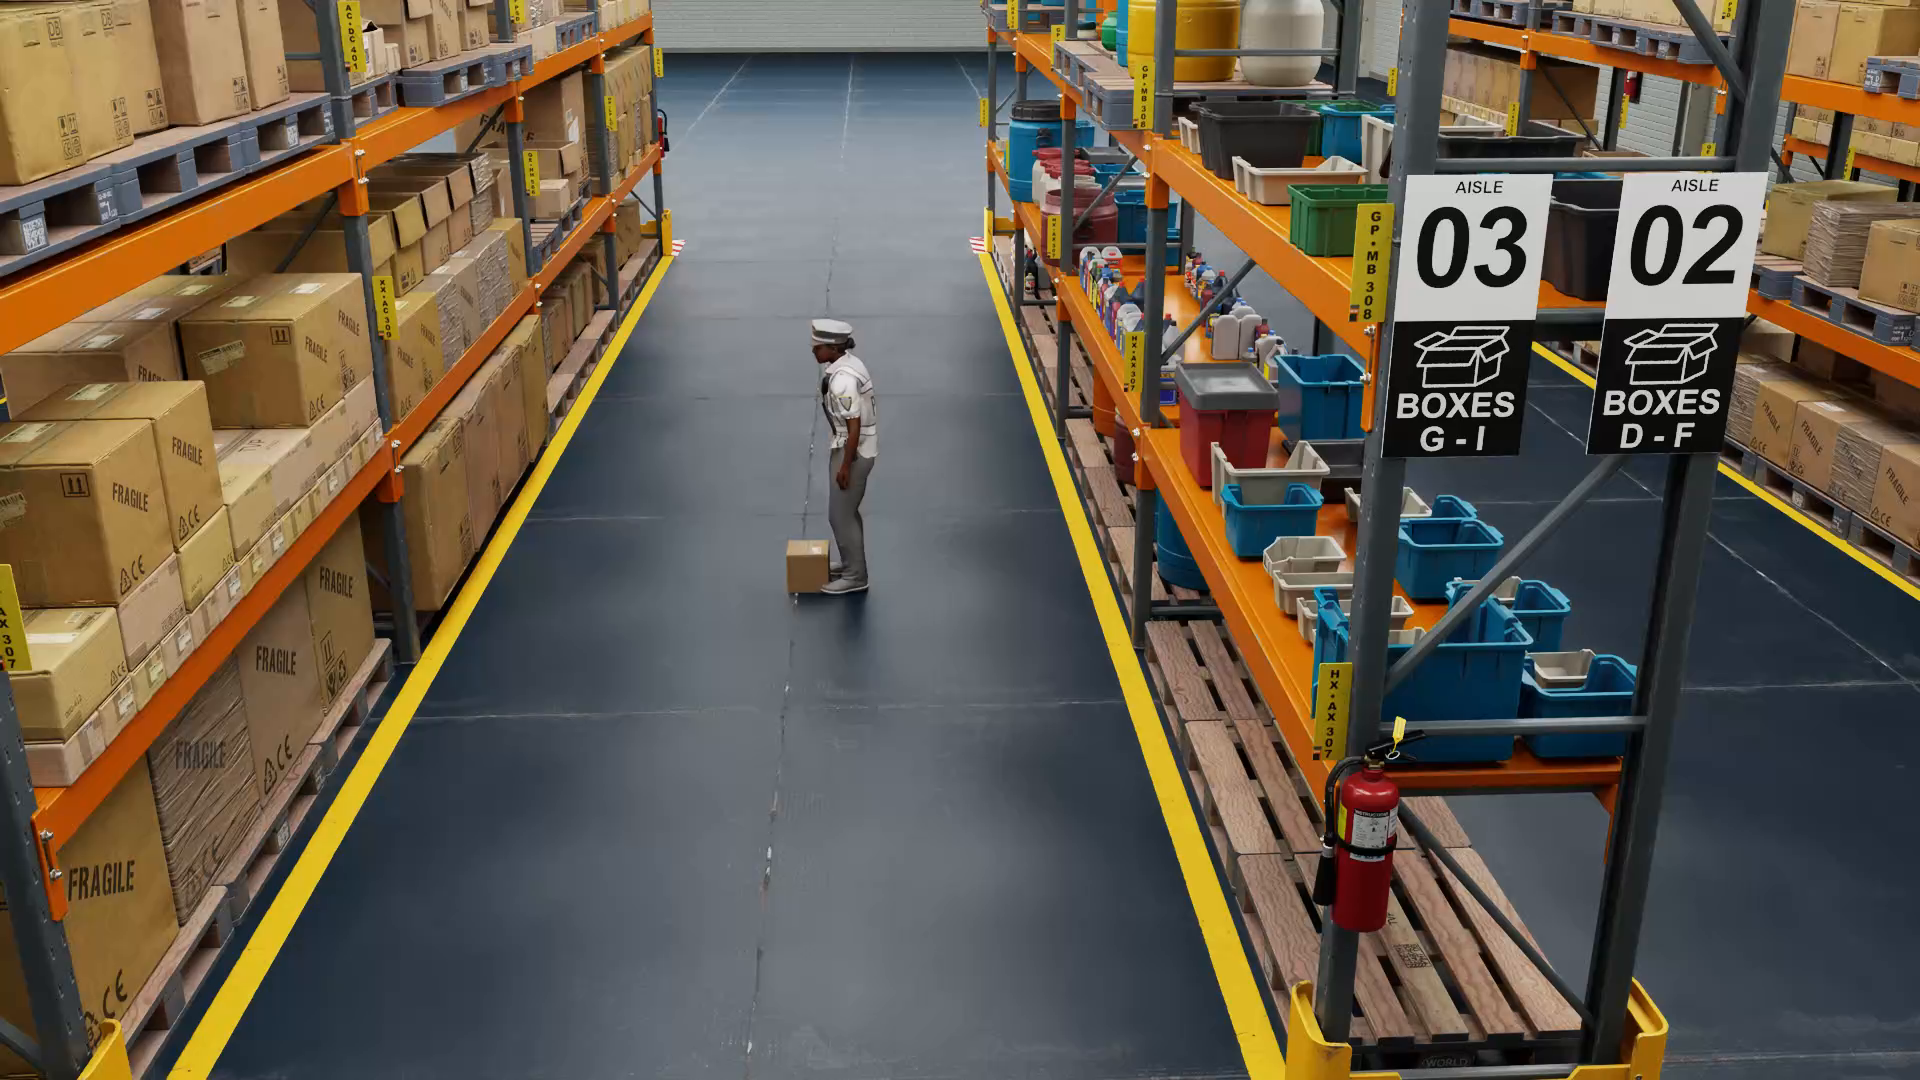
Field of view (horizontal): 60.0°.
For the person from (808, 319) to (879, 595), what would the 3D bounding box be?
[{"bbox_3d":[-0.689,-0.506,9.927,0.397,1.660,0.531,-2,21,-6],"label":"person"}]
